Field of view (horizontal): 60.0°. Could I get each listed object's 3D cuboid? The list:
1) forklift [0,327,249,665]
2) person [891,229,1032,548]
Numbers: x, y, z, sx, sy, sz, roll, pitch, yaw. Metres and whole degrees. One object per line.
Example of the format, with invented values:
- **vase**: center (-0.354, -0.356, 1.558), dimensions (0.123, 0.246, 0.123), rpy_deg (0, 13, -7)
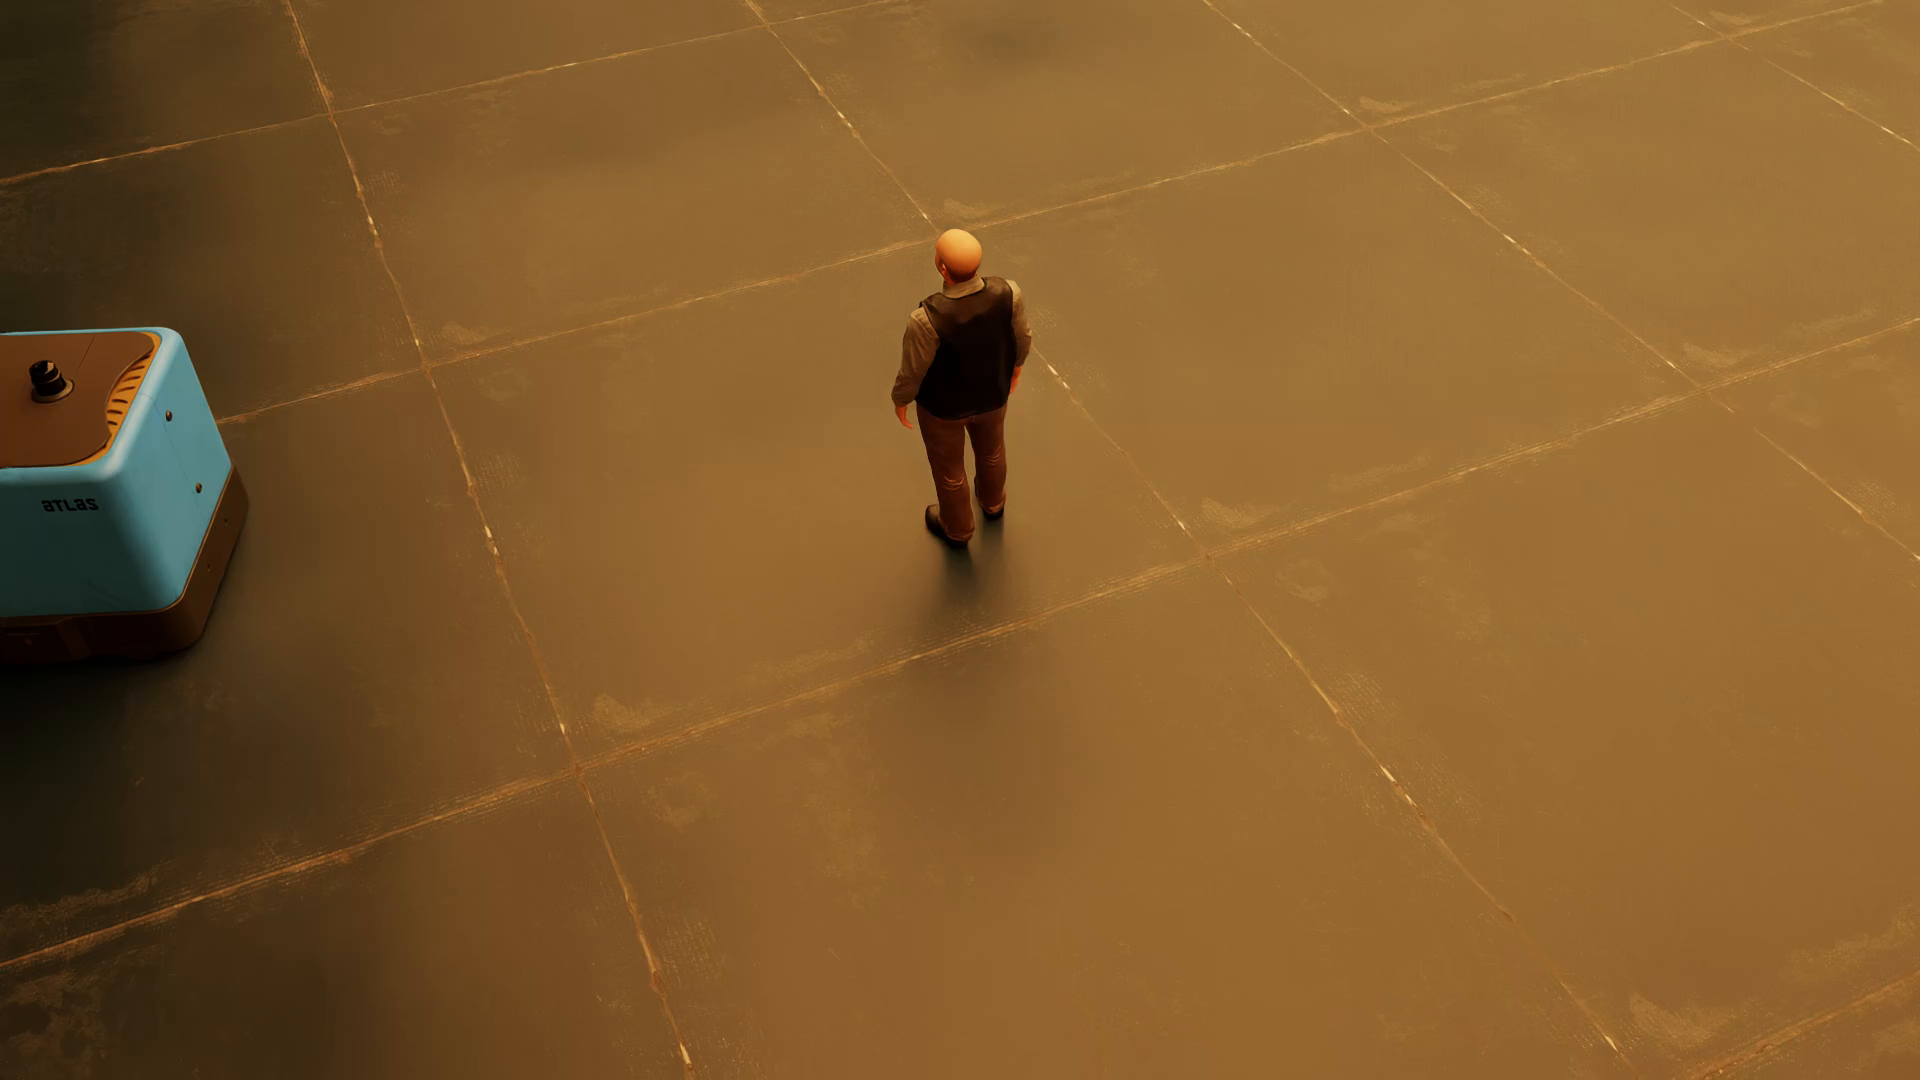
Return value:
- **forklift**: center (-4.862, -0.831, 6.571), dimensions (3.031, 2.935, 1.130), rpy_deg (-3, 43, -3)
- **person**: center (-0.020, -0.676, 7.280), dimensions (0.634, 1.722, 0.566), rpy_deg (-18, 46, -18)
